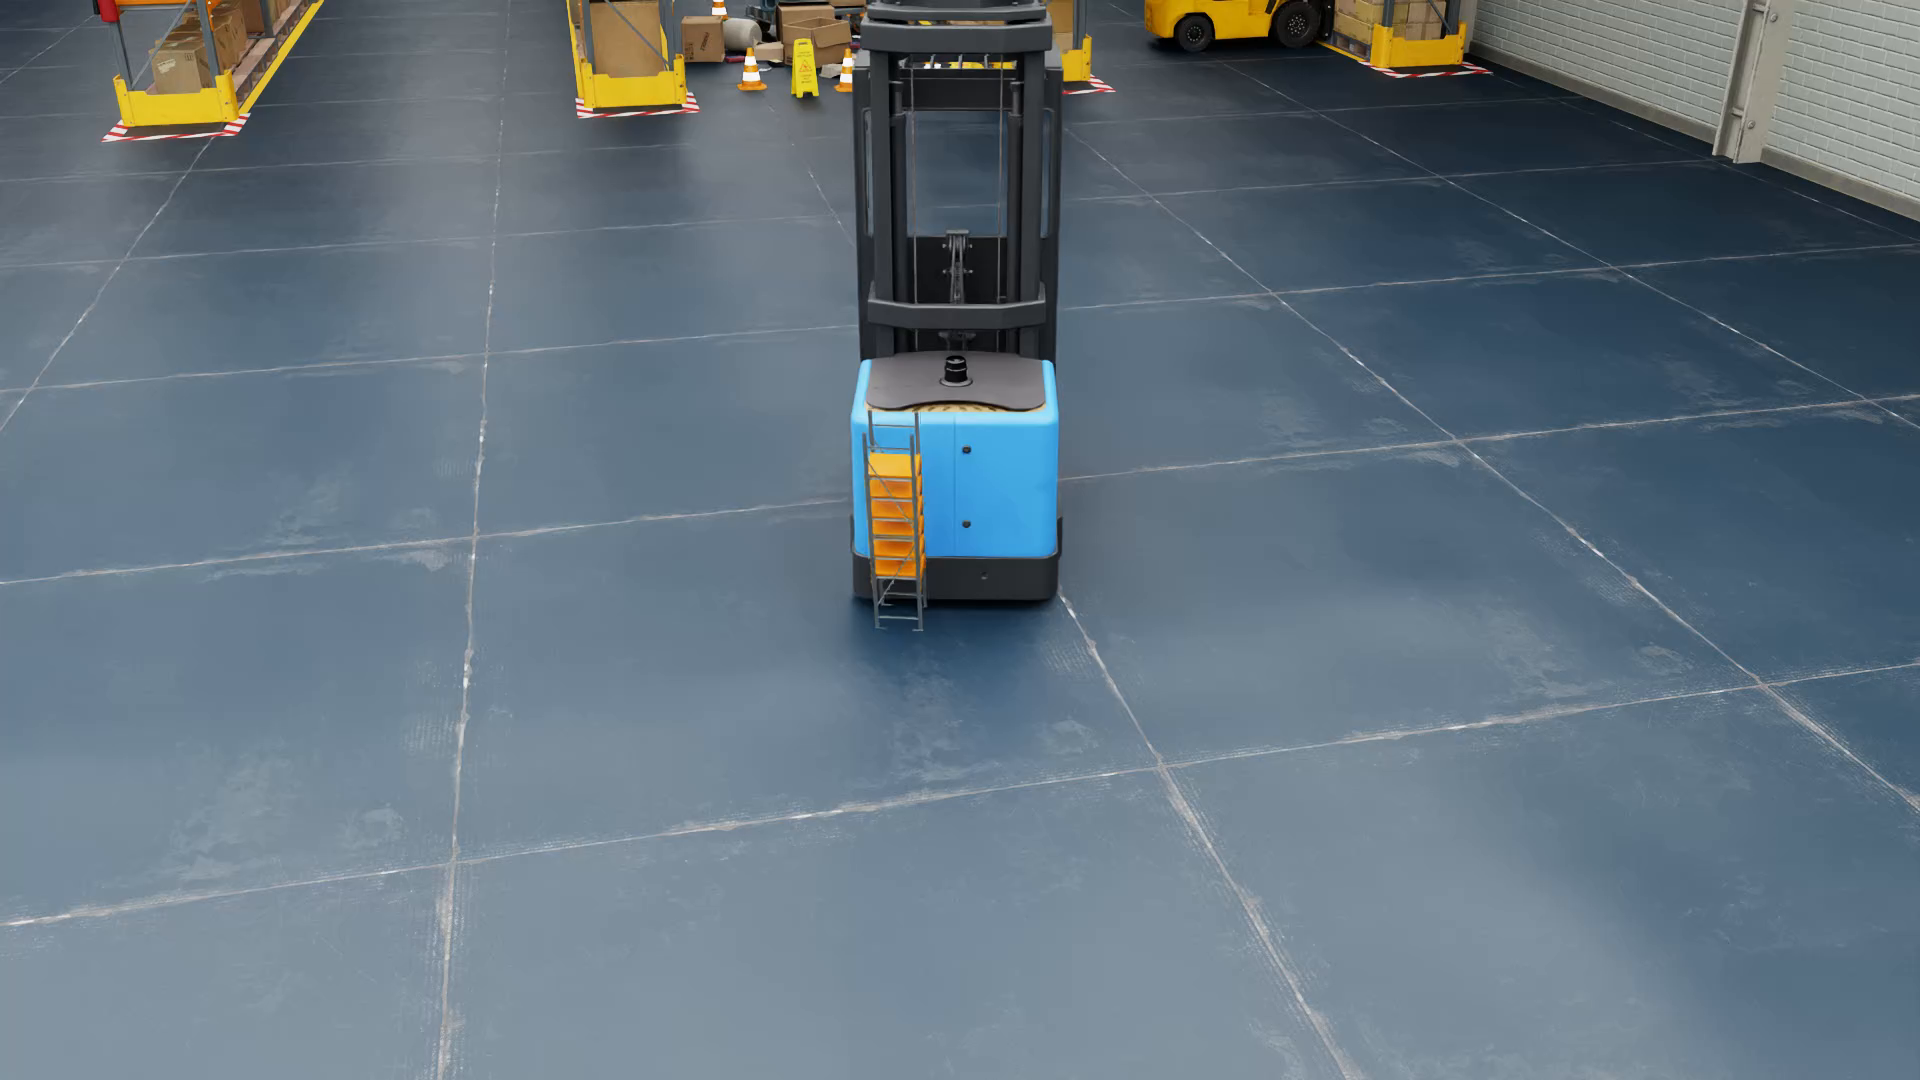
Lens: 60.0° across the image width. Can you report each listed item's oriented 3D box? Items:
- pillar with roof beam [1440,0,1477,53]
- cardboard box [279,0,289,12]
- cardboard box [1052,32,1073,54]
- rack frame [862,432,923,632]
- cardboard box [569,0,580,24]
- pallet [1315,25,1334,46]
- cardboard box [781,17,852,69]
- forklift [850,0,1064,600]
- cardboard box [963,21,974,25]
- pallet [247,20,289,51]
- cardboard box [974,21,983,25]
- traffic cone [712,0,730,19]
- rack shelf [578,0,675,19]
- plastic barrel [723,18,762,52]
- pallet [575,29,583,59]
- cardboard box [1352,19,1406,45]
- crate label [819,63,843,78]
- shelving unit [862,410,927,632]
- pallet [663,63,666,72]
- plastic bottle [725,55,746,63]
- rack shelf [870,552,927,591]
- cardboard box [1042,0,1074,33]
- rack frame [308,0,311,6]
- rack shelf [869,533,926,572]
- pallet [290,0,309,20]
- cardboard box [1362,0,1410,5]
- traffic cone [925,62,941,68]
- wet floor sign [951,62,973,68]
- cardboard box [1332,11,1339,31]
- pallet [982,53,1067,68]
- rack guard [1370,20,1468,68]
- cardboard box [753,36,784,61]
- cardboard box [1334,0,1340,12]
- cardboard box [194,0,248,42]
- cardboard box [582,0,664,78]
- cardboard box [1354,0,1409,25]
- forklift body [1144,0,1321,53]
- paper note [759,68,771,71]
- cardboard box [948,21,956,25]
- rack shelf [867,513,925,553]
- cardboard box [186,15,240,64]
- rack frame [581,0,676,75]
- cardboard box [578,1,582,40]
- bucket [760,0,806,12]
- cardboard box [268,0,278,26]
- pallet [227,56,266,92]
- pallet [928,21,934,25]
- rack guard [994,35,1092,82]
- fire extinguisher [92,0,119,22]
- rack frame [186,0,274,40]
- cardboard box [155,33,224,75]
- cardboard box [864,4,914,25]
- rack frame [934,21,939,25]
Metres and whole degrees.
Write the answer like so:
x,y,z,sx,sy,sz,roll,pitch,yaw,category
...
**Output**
x,y,z,sx,sy,sz,roll,pitch,yaw,category
2.389,-10.118,19.309,9.100,9.000,0.400,-6,27,-12,pillar with roof beam
-9.989,-7.778,23.616,0.700,0.500,0.500,-4,27,-7,cardboard box
1.114,-6.316,21.020,0.500,0.250,0.500,-6,27,-12,cardboard box
-0.318,-0.017,7.978,0.240,1.200,0.006,3,39,5,rack frame
-4.902,-7.629,23.067,1.050,0.750,0.750,-6,27,-12,cardboard box
5.377,-7.101,23.084,1.003,0.211,1.213,-6,27,-12,pallet
-1.836,-6.373,21.319,0.637,0.503,0.797,19,32,32,cardboard box
-0.009,-1.623,9.212,1.130,2.935,3.031,0,27,1,forklift
0.350,-6.719,21.818,0.500,0.250,0.500,-7,28,-13,cardboard box
-9.707,-6.820,22.528,1.003,0.211,1.213,-6,27,-12,pallet
0.471,-6.823,21.192,0.500,0.500,0.500,-5,27,-10,cardboard box
-3.506,-7.792,24.175,0.336,0.463,0.334,-6,27,-12,traffic cone
-4.224,-6.984,20.556,1.077,0.370,4.000,-6,27,-12,rack shelf
-2.925,-6.691,22.036,0.512,0.421,0.421,13,30,24,plastic barrel
-4.580,-6.596,22.084,1.003,0.211,1.213,-6,27,-12,pallet
5.448,-6.614,21.610,0.500,0.250,0.500,-6,27,-11,cardboard box
-1.569,-5.831,20.650,0.250,0.136,0.298,-23,35,-38,crate label
-0.309,-0.074,8.049,0.258,1.200,0.189,3,39,5,shelving unit
-4.030,-5.525,19.962,1.003,0.211,1.213,-6,27,-12,pallet
-2.882,-6.225,21.516,0.283,0.061,0.133,-16,31,-29,plastic bottle
-0.303,0.149,8.226,0.258,0.103,0.180,3,39,5,rack shelf
1.108,-6.661,20.872,0.500,0.500,0.500,-7,28,-13,cardboard box
-10.431,-9.480,24.702,1.000,3.000,0.127,-6,27,-12,rack frame
-0.305,0.055,8.151,0.258,0.103,0.180,3,39,5,rack shelf
-10.257,-7.892,24.651,1.003,0.211,1.213,-6,27,-12,pallet
5.454,-7.056,21.377,0.500,0.250,0.500,-5,27,-10,cardboard box
-0.327,-5.899,20.424,0.336,0.463,0.334,-6,27,-12,traffic cone
0.027,-5.731,19.888,0.267,0.644,0.232,3,27,6,wet floor sign
5.241,-7.054,22.481,0.500,0.250,0.500,-6,27,-11,cardboard box
0.861,-6.123,21.146,1.003,0.211,1.213,-6,27,-12,pallet
5.867,-6.353,21.282,1.175,0.500,0.348,-6,27,-12,rack guard
-2.493,-6.395,21.625,0.396,0.266,0.258,-1,27,-3,cardboard box
5.208,-7.290,22.396,0.500,0.250,0.500,-7,28,-13,cardboard box
-9.479,-6.616,21.336,0.500,0.500,0.500,-7,28,-13,cardboard box
-3.990,-5.957,19.615,0.875,0.875,0.875,-6,27,-11,cardboard box
5.448,-6.845,21.513,0.500,0.250,0.500,-6,27,-12,cardboard box
3.657,-7.748,22.213,2.313,2.155,1.214,-6,27,-12,forklift body
-2.463,-5.943,20.993,0.144,0.017,0.142,3,27,6,paper note
0.126,-7.170,22.712,0.500,0.250,0.500,-4,27,-9,cardboard box
-0.308,-0.039,8.076,0.258,0.103,0.180,3,39,5,rack shelf
-9.126,-6.100,20.315,0.500,0.500,0.500,-8,28,-16,cardboard box
-3.773,-6.427,18.654,1.000,3.000,0.127,-6,27,-12,rack frame
-4.601,-7.139,21.956,0.875,0.875,0.875,-6,27,-11,cardboard box
-2.398,-7.575,22.874,0.726,0.611,0.620,3,17,6,bucket
-9.736,-7.287,22.644,0.700,0.500,0.500,-6,27,-12,cardboard box
-9.066,-5.651,20.211,1.003,0.211,1.213,-6,27,-12,pallet
-0.052,-7.827,24.522,1.003,0.211,1.213,-6,27,-12,pallet
1.010,-5.891,20.367,1.175,0.500,0.348,-6,27,-12,rack guard
-9.052,-5.836,17.569,0.296,0.674,0.183,-6,27,-12,fire extinguisher
-9.530,-7.724,21.223,1.000,3.000,0.127,-6,27,-12,rack frame
-8.921,-5.574,19.272,0.500,0.500,0.500,1,27,2,cardboard box
-0.959,-7.007,22.574,0.500,0.500,0.500,13,30,24,cardboard box
0.125,-8.730,23.217,1.000,3.000,0.127,-6,27,-12,rack frame
